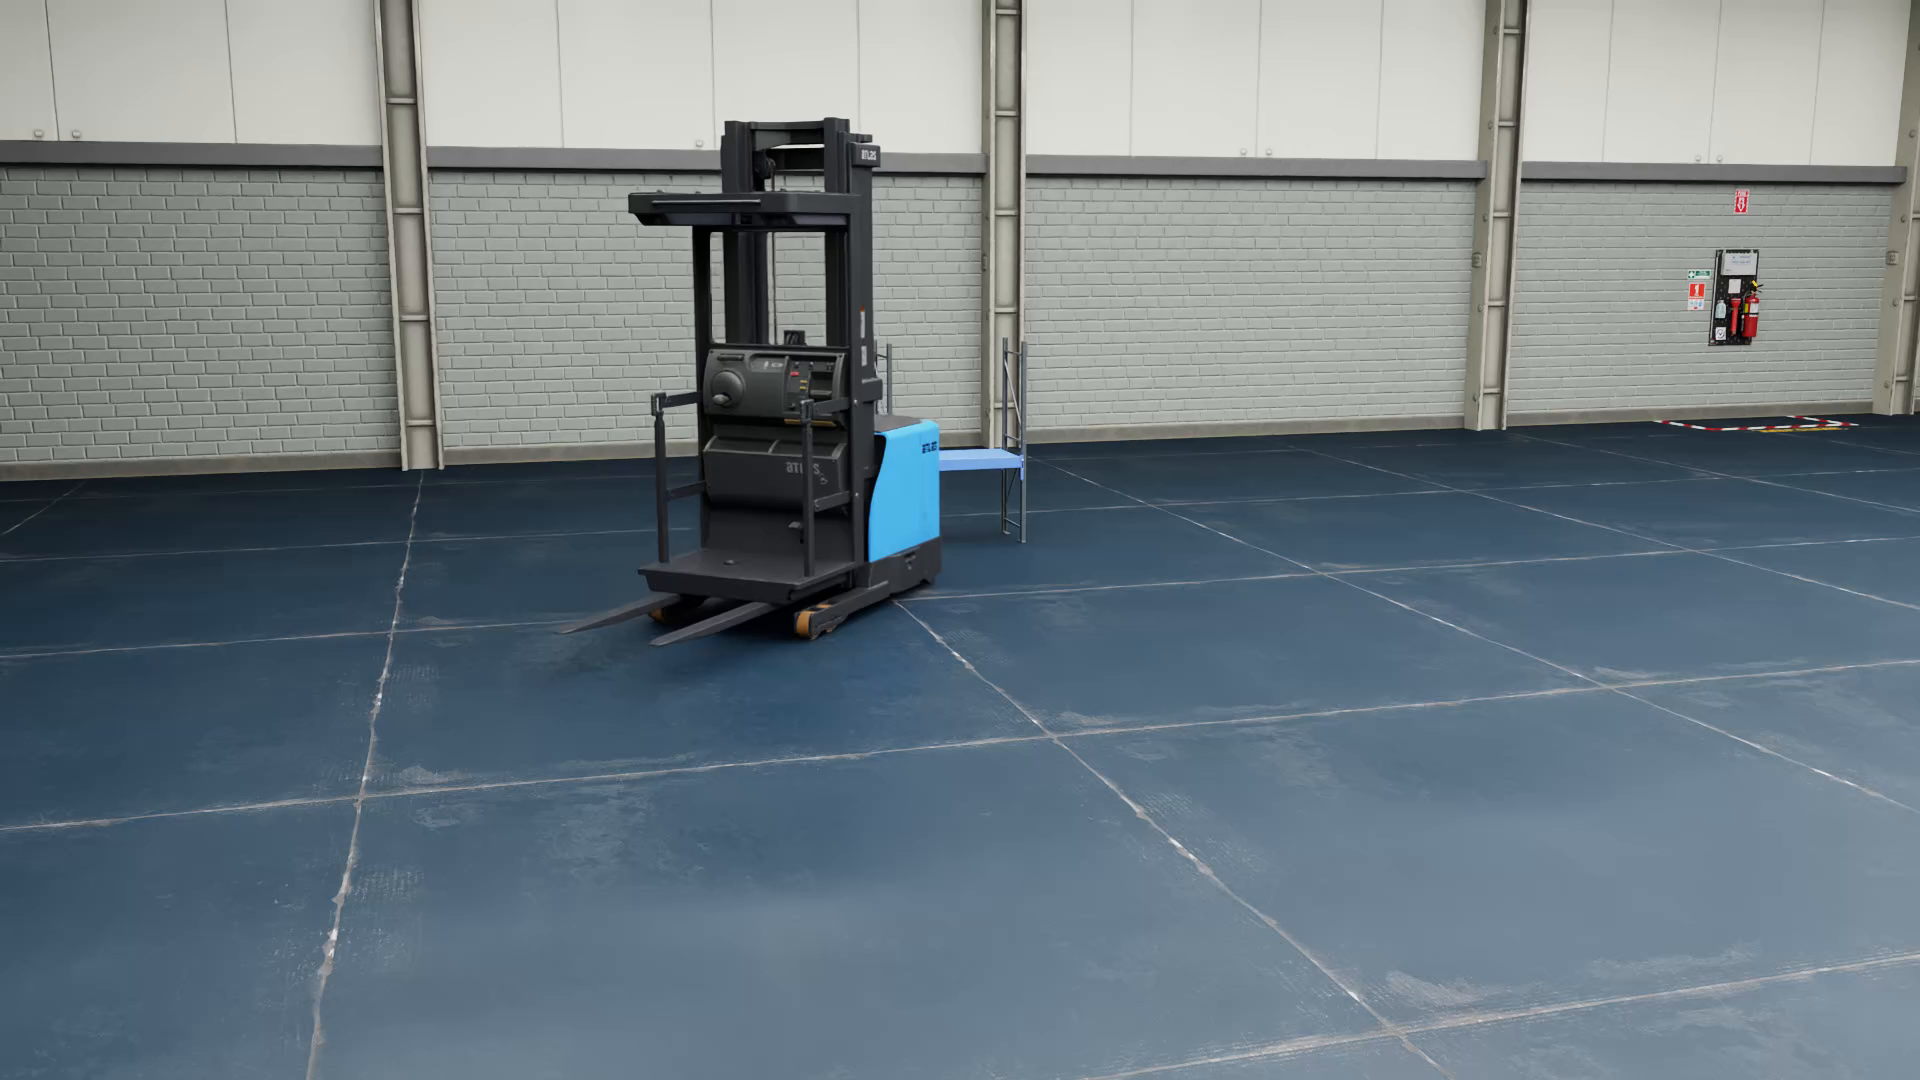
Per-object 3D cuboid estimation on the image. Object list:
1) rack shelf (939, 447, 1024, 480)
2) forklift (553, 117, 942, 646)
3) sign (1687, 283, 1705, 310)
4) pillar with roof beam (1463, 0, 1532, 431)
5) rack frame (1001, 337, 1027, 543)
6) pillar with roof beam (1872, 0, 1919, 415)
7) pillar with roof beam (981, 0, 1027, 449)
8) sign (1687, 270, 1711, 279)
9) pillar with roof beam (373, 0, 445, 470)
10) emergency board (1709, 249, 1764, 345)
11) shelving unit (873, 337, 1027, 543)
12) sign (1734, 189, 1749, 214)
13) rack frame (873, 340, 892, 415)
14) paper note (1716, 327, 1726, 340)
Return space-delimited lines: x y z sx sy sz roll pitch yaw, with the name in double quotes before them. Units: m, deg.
"rack shelf" -0.082 -0.556 12.420 1.000 0.185 0.538 -3 11 -16
"forklift" -1.196 -0.964 9.686 1.130 2.935 3.031 5 11 24
"sign" 9.038 -2.990 20.406 0.234 0.329 0.001 -3 11 -16
"pillar with roof beam" 7.424 -5.000 14.849 0.400 9.000 9.100 -3 11 -16
"rack frame" 0.406 -0.759 12.527 0.032 1.500 0.500 -3 11 -16
"pillar with roof beam" 13.185 -5.303 16.499 0.400 9.000 9.100 -3 11 -16
"pillar with roof beam" 1.663 -4.696 13.200 0.400 9.000 9.100 -3 11 -16
"sign" 9.045 -3.250 20.351 0.331 0.109 0.001 -3 11 -16
"pillar with roof beam" -4.098 -4.392 11.551 0.400 9.000 9.100 -3 11 -16
"emergency board" 9.598 -2.983 20.464 0.643 1.169 0.194 -3 11 -16
"shelving unit" -0.082 -0.733 12.387 1.048 1.500 0.538 -3 11 -16
"sign" 9.562 -4.140 20.346 0.199 0.298 0.001 -3 11 -16
"rack frame" -0.570 -0.708 12.247 0.032 1.500 0.500 -3 11 -16
"paper note" 9.409 -2.553 20.560 0.142 0.148 0.016 -3 11 -16
